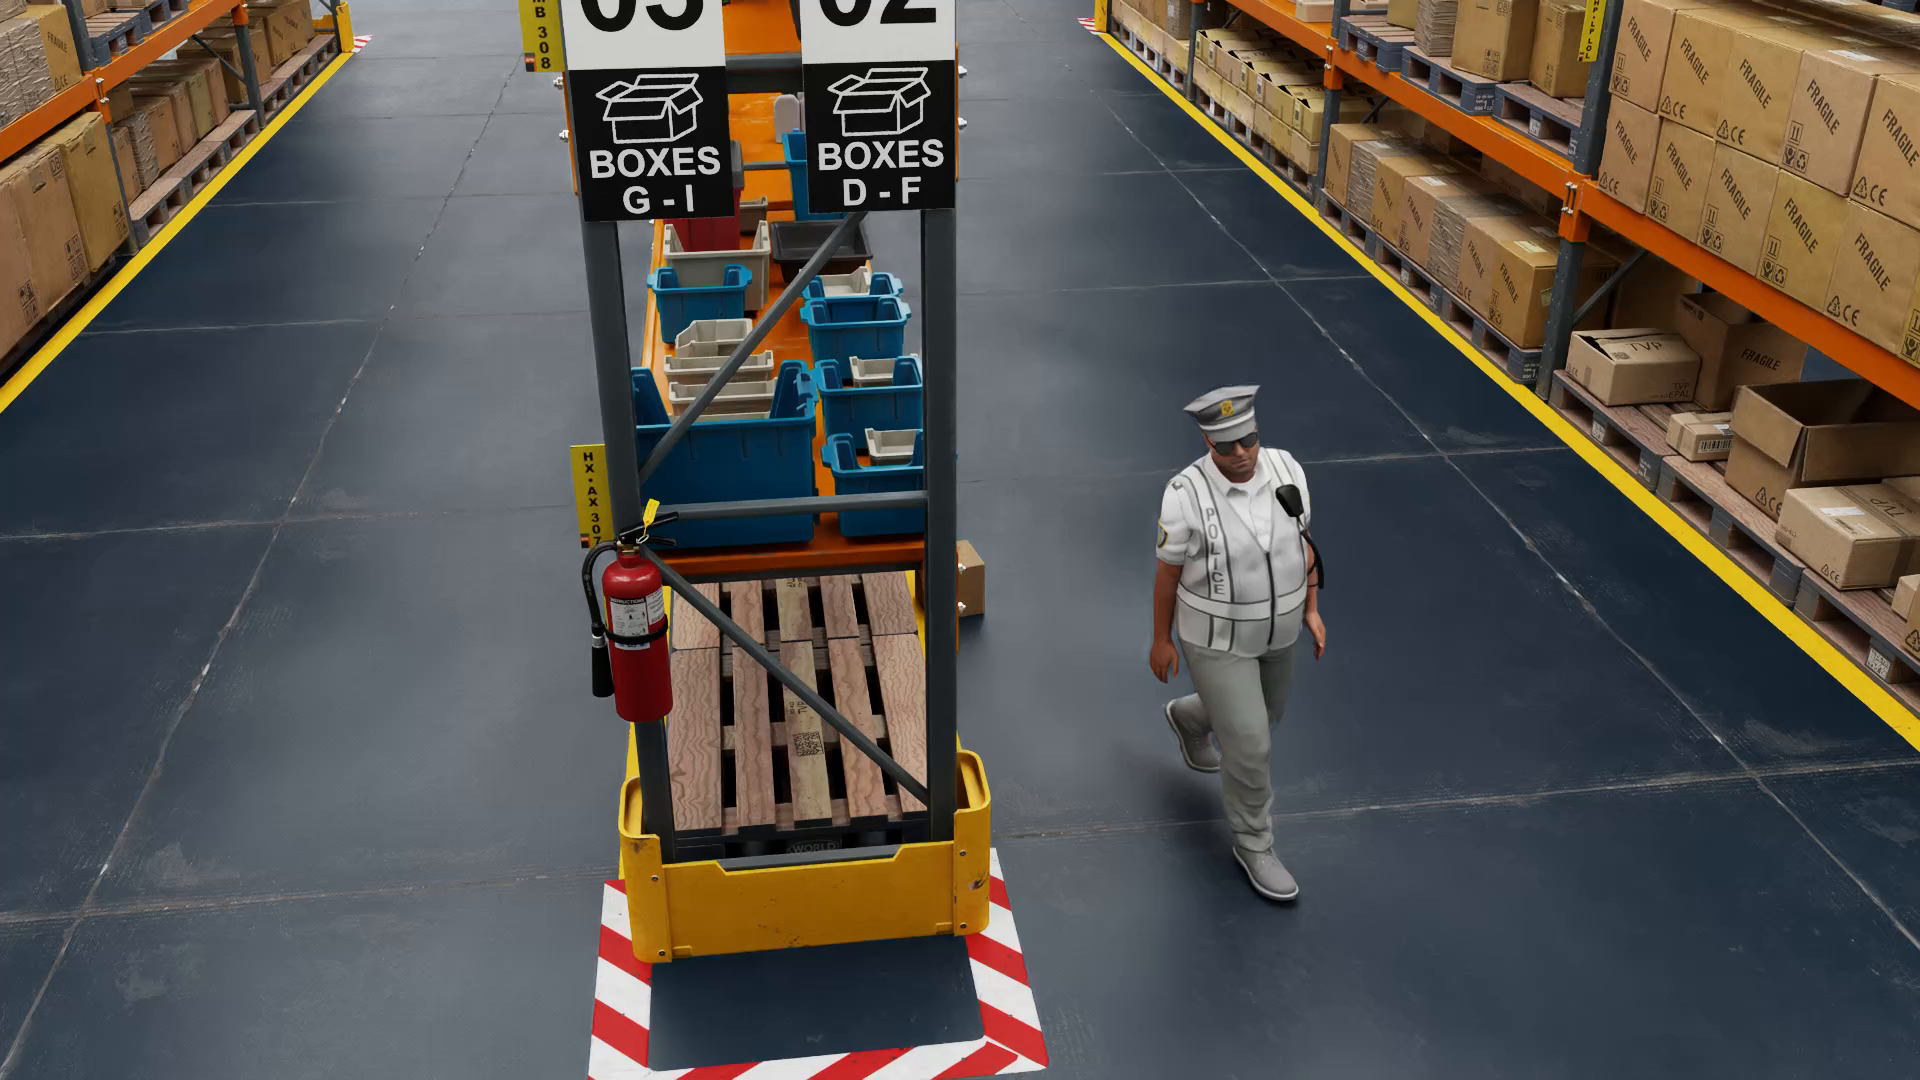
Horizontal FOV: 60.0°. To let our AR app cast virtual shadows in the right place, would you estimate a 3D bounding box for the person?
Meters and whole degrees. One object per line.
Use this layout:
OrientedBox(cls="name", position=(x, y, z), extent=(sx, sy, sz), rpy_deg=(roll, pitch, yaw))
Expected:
OrientedBox(cls="person", position=(0.932, 0.267, 5.574), extent=(0.586, 1.717, 0.911), rpy_deg=(-12, 29, -23))
